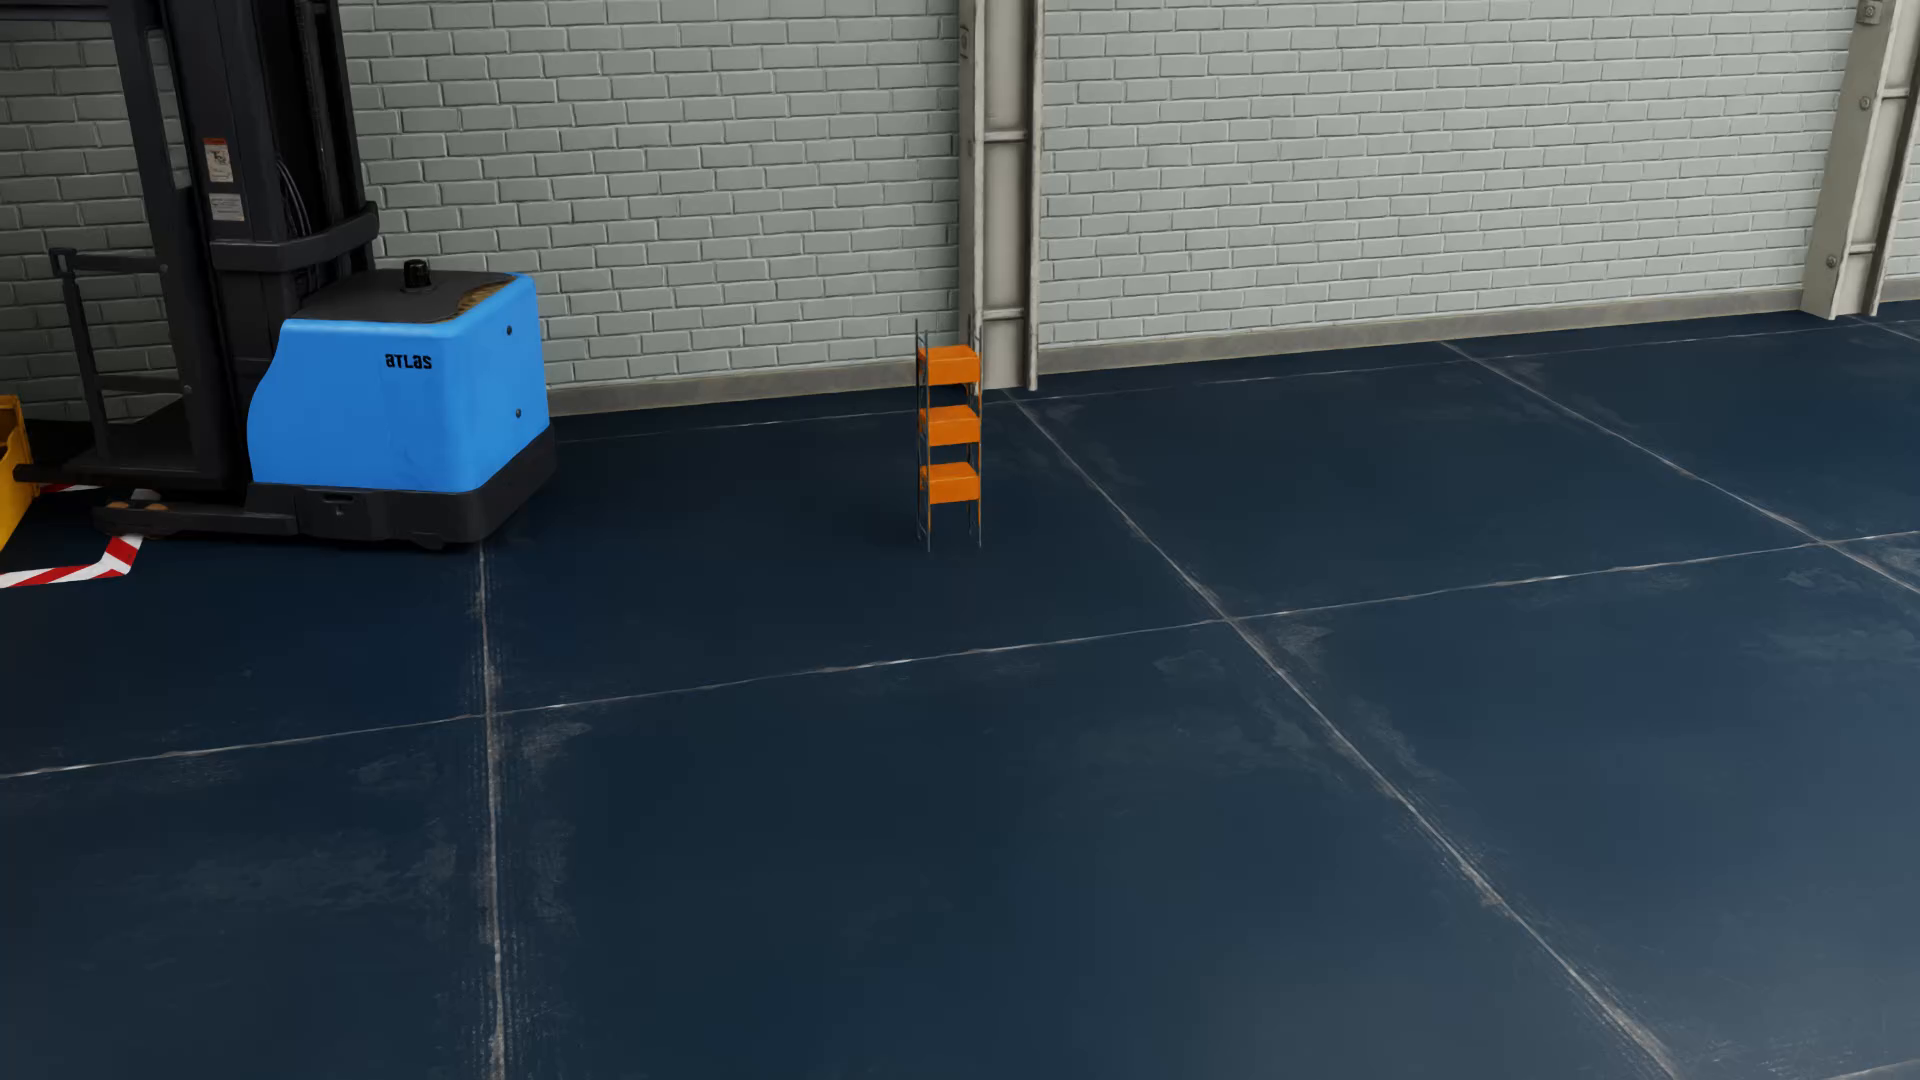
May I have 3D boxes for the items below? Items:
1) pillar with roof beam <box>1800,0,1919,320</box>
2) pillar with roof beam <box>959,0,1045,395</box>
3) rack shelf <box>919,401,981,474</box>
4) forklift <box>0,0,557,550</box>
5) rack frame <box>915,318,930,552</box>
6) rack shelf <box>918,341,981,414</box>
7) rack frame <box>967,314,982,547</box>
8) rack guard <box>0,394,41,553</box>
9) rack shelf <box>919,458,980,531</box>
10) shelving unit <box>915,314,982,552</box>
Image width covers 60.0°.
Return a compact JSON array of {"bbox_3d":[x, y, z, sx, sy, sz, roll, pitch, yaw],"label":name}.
[{"bbox_3d":[7.166,-4.064,5.809,0.400,9.000,9.100,-6,24,-14],"label":"pillar with roof beam"},{"bbox_3d":[1.389,-3.425,4.319,0.400,9.000,9.100,-6,24,-14],"label":"pillar with roof beam"},{"bbox_3d":[-0.052,-0.467,7.534,0.240,0.259,0.215,-6,24,-14],"label":"rack shelf"},{"bbox_3d":[-3.594,-1.550,7.645,3.031,2.935,1.130,3,23,7],"label":"forklift"},{"bbox_3d":[-0.169,-0.464,7.499,0.008,1.050,0.200,-6,24,-14],"label":"rack frame"},{"bbox_3d":[-0.052,-0.728,7.422,0.240,0.259,0.215,-6,24,-14],"label":"rack shelf"},{"bbox_3d":[0.066,-0.490,7.560,0.008,1.050,0.200,-6,24,-14],"label":"rack frame"},{"bbox_3d":[-4.614,-0.249,7.696,0.348,0.500,1.175,-6,24,-14],"label":"rack guard"},{"bbox_3d":[-0.052,-0.212,7.643,0.240,0.259,0.215,-6,24,-14],"label":"rack shelf"},{"bbox_3d":[-0.052,-0.477,7.530,0.252,1.050,0.215,-6,24,-14],"label":"shelving unit"}]
